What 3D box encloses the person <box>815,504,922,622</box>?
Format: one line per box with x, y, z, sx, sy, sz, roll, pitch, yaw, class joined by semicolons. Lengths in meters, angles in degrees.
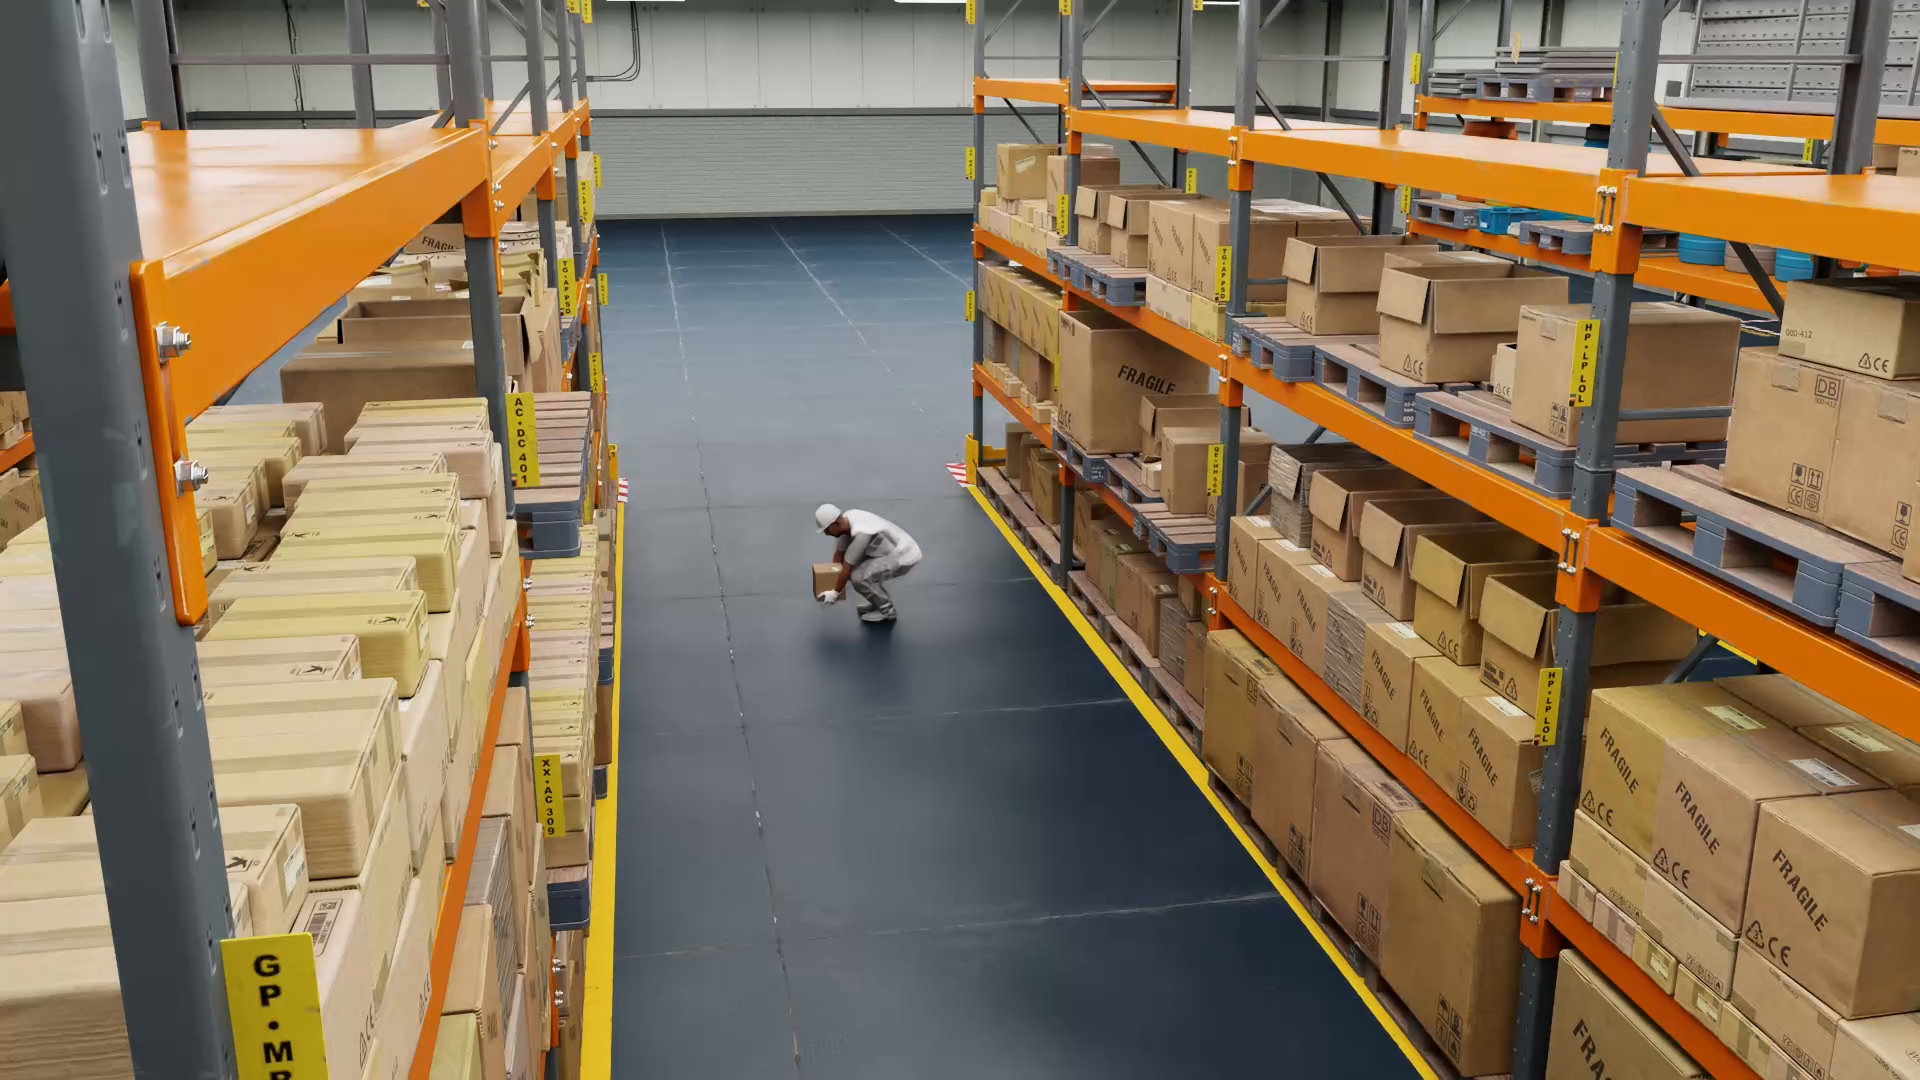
-0.763;0.168;13.816;0.890;1.013;0.552;-3;17;-12;person
